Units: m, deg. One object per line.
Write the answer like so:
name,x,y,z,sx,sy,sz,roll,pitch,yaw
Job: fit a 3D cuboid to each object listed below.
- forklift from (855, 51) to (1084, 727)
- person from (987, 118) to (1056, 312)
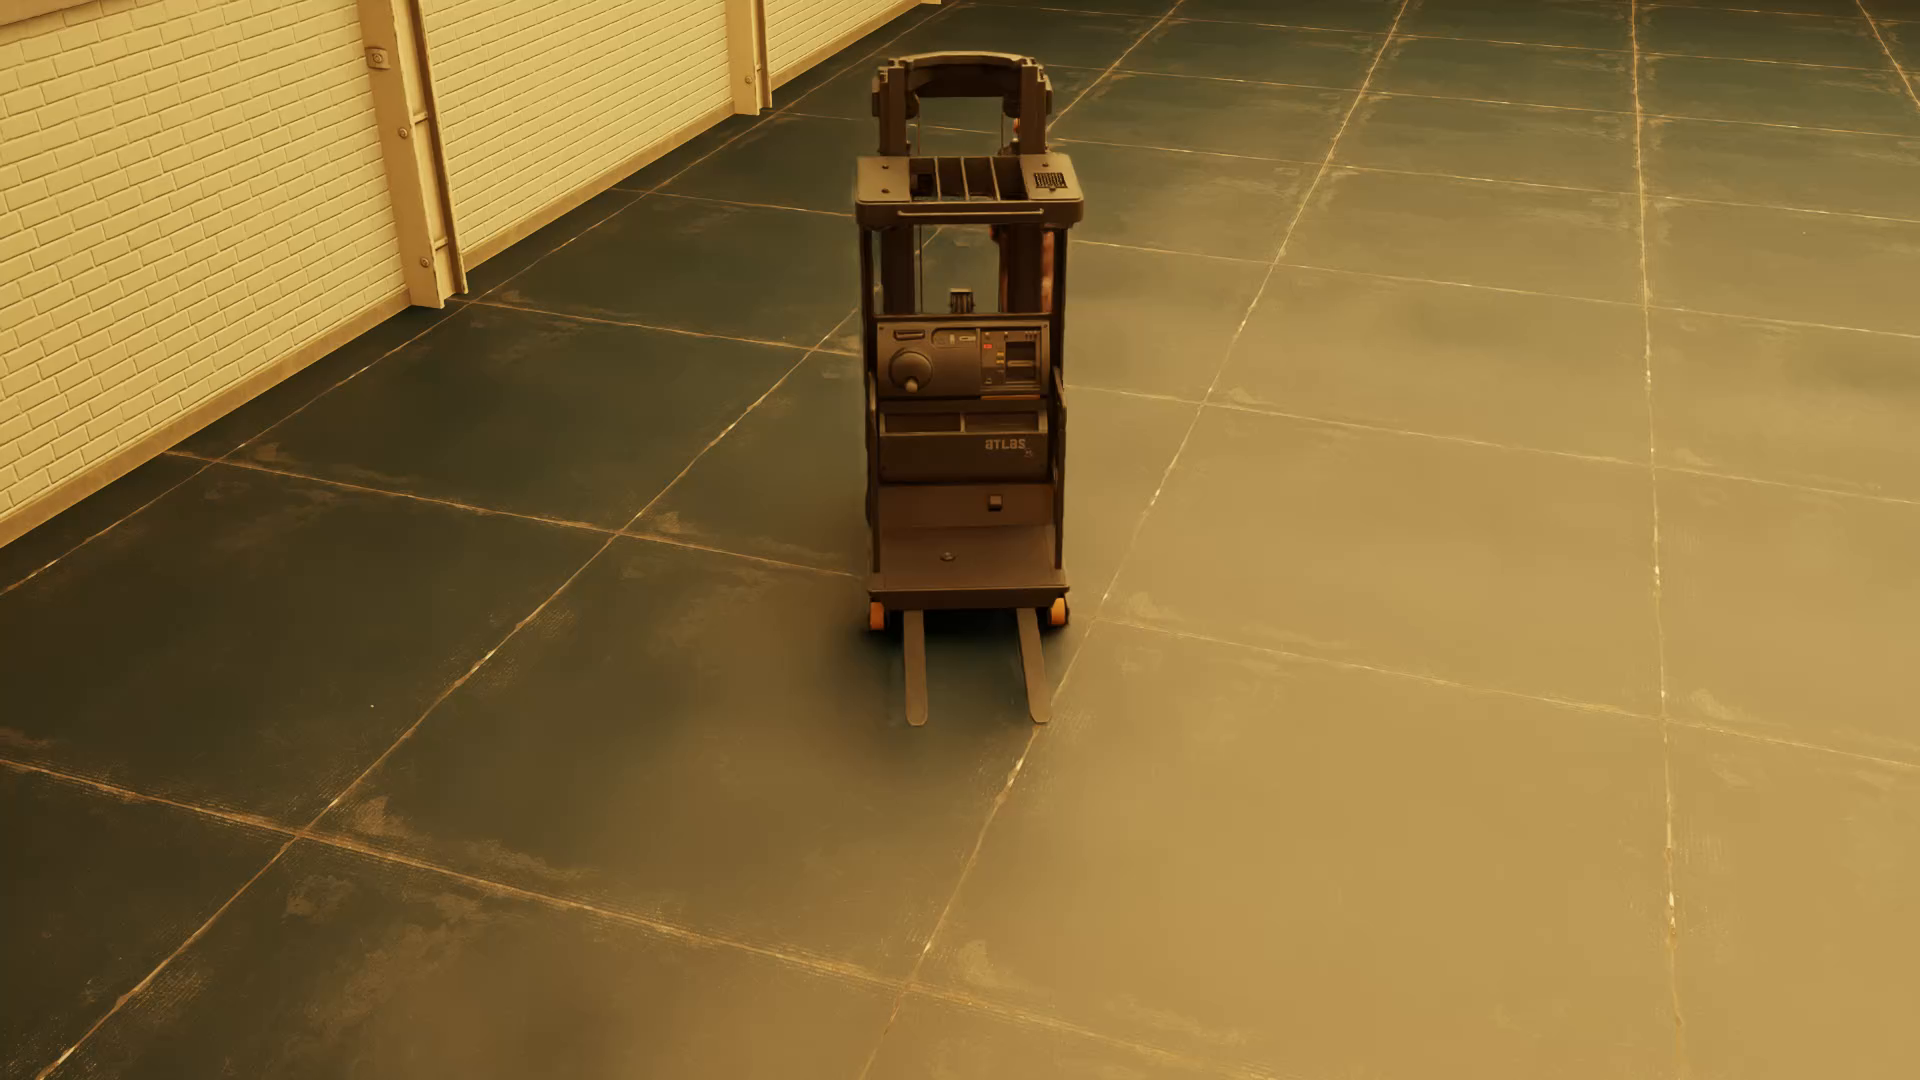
forklift,0.030,-0.935,8.777,1.130,2.935,3.031,-1,30,-2
person,0.494,-2.340,12.466,0.580,1.719,0.426,4,30,7
